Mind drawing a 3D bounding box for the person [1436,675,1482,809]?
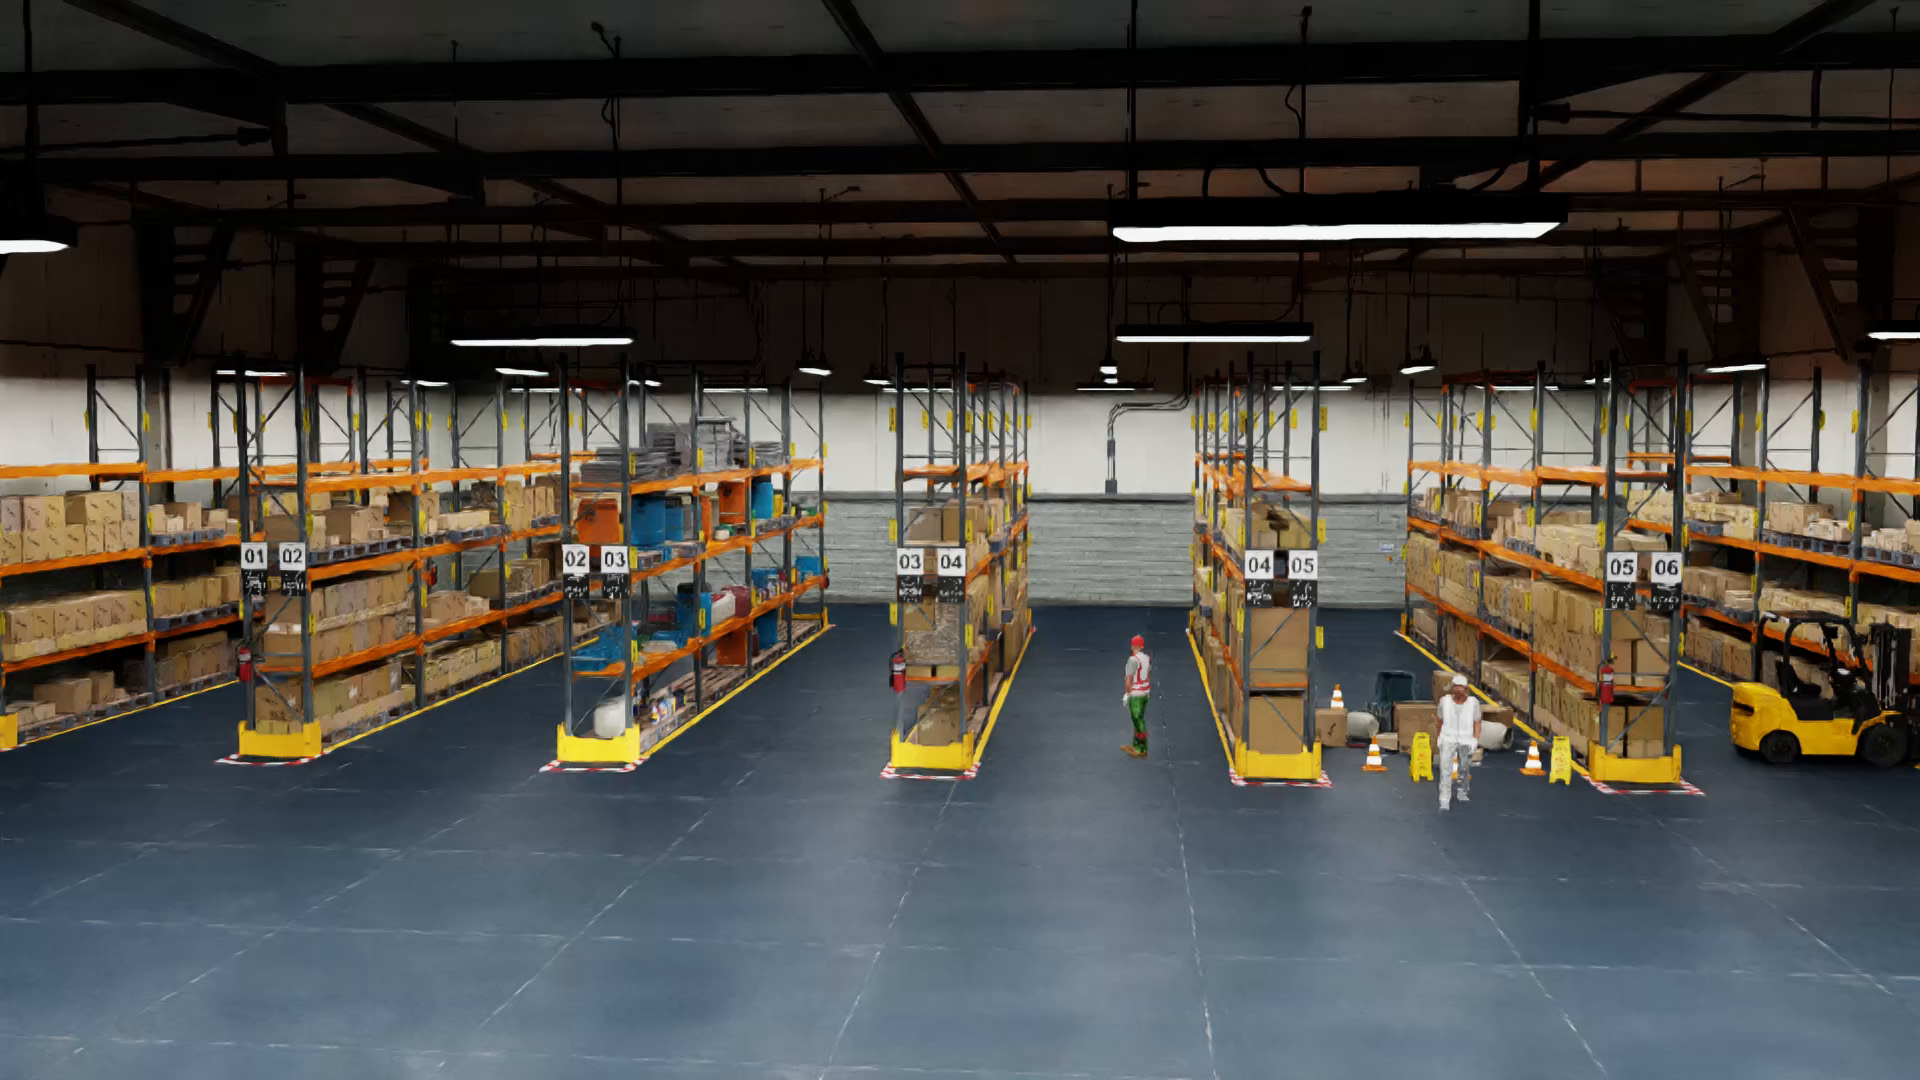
[{"bbox_3d":[6.453,2.597,21.518,0.555,1.720,1.024,1,4,15],"label":"person"}]

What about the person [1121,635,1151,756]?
[{"bbox_3d":[2.644,2.318,25.029,0.547,1.785,0.646,3,5,33],"label":"person"}]
